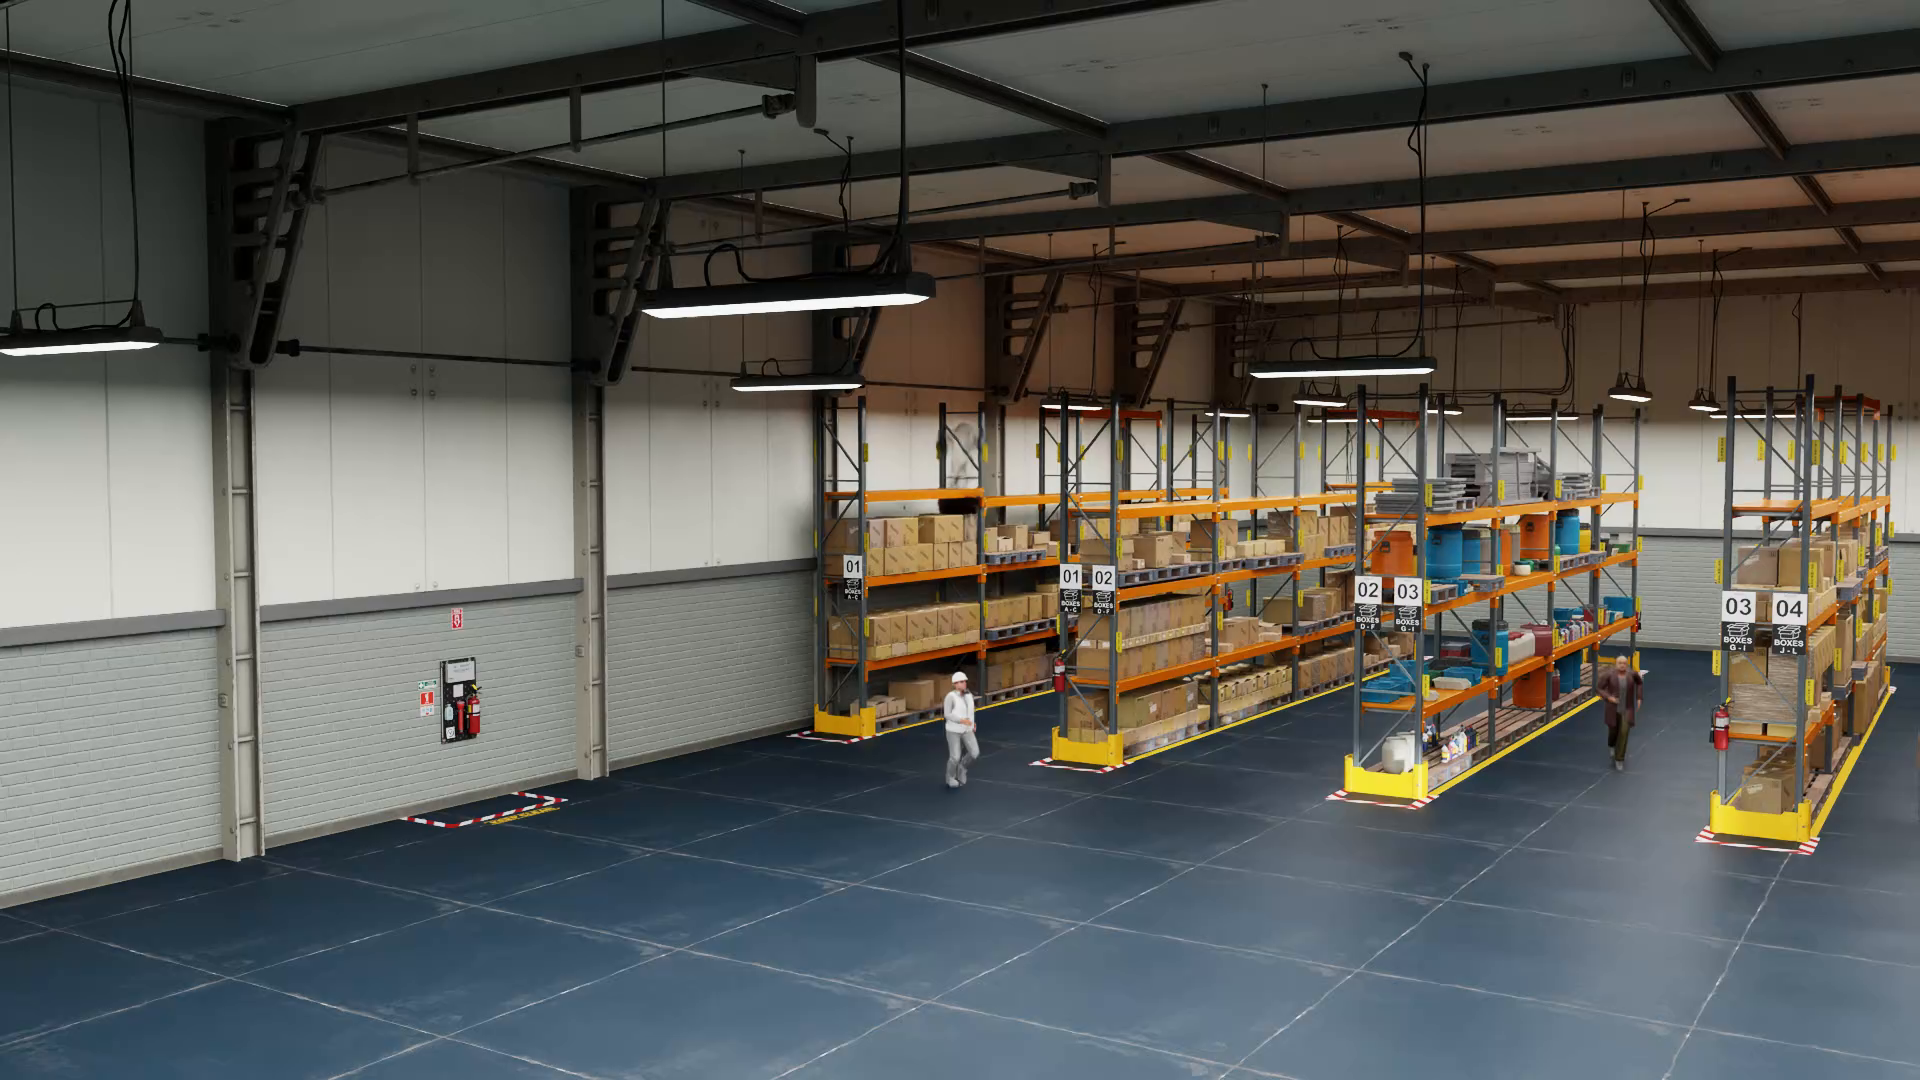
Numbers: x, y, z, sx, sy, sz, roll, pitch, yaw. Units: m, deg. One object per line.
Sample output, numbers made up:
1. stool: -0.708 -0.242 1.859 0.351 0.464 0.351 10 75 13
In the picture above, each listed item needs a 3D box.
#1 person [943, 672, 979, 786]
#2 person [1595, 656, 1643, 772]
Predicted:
1. person: 0.032 2.822 24.761 0.632 1.730 0.719 -2 4 -35
2. person: 10.502 2.724 26.498 0.734 1.781 1.104 1 3 14
